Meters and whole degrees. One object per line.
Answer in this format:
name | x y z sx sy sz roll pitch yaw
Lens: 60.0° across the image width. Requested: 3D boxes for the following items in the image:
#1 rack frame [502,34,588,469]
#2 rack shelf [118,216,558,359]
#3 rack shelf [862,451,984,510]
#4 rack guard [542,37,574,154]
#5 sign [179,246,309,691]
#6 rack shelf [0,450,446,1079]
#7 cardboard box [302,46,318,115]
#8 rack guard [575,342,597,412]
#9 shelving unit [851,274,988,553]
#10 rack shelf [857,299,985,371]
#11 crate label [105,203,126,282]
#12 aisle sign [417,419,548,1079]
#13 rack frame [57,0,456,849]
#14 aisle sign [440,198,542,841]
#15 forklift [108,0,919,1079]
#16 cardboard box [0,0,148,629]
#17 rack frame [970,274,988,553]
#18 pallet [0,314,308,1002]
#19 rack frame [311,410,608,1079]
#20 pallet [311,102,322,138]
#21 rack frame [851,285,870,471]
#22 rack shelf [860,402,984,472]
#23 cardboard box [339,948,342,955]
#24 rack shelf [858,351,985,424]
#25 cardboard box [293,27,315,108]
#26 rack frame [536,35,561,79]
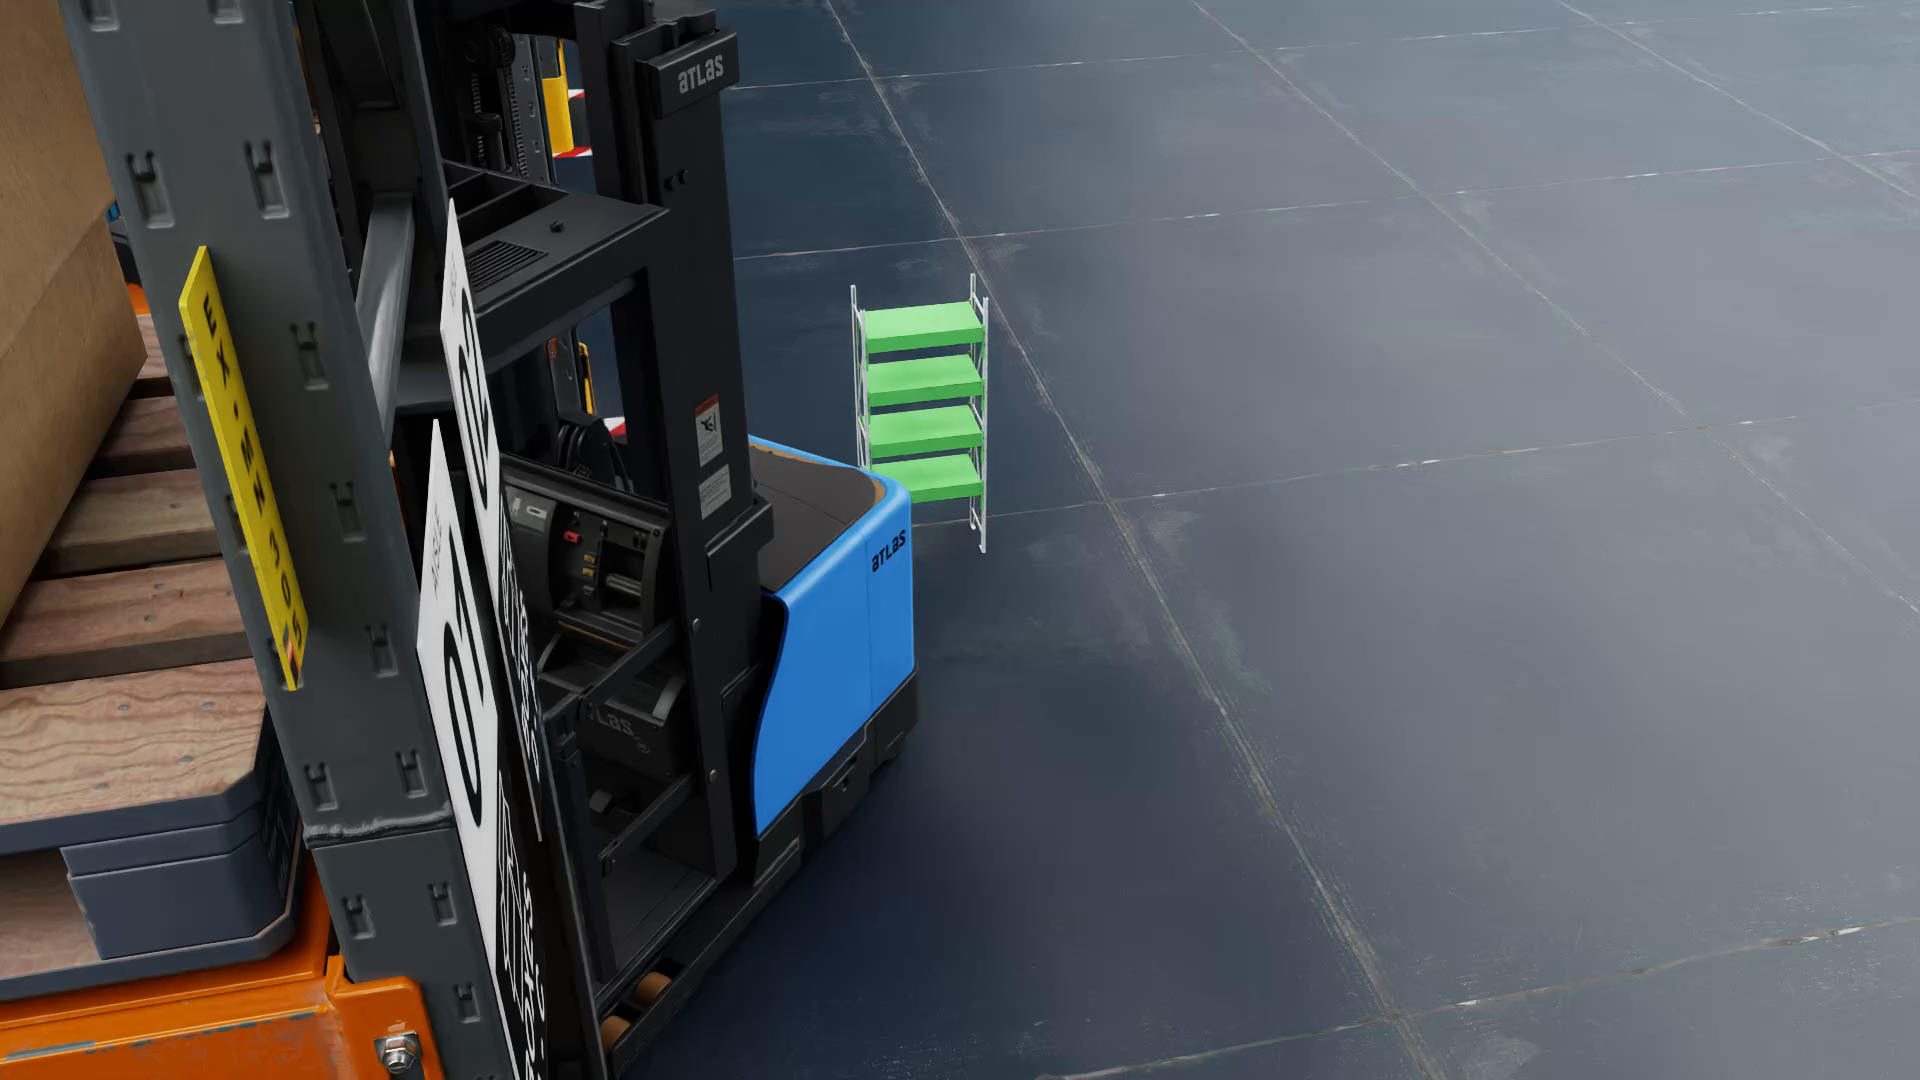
rack frame | -1.712 -1.455 6.726 0.127 3.000 1.000 -7 35 -11
rack shelf | -3.662 -0.910 6.560 4.000 0.370 1.077 -7 35 -11
rack shelf | -0.161 -0.226 7.055 0.480 0.148 0.258 -7 35 -11
rack guard | -2.878 -3.099 11.420 0.348 0.500 1.175 -7 35 -11
sign | -0.516 -0.046 1.211 0.005 0.325 0.100 -7 35 -11
rack shelf | -2.573 0.537 1.711 4.000 0.370 1.077 -7 35 -11
cardboard box | -3.992 -3.123 11.079 0.500 0.500 0.500 1 34 2
rack guard | -1.775 -0.382 7.370 0.348 0.500 1.175 -7 35 -11
shelving unit | -0.161 -0.478 6.885 0.503 1.200 0.258 -7 35 -11
rack shelf | -0.161 -0.823 6.653 0.480 0.148 0.258 -7 35 -11
crate label | -3.447 -1.096 6.160 0.616 0.435 0.502 -7 35 -11
aisle sign | -0.494 0.310 1.763 0.004 0.787 0.394 -7 35 -11
rack frame | -0.622 -1.253 1.042 0.127 3.000 1.000 -7 35 -11
aisle sign | -0.626 -0.016 2.249 0.004 0.787 0.394 -7 35 -11
forklift | -1.312 0.064 4.524 1.130 2.935 3.031 17 38 24
cardboard box | -1.184 -0.215 1.591 0.637 0.503 0.797 -5 34 -7
rack frame | 0.077 -0.508 6.930 0.015 1.200 0.240 -7 35 -11
pallet | -1.318 0.102 1.793 1.213 0.211 1.003 -7 35 -11
rack frame | -0.622 1.238 2.713 0.127 3.000 1.000 -7 35 -11
pallet | -4.866 -2.751 11.159 1.213 0.211 1.003 -7 35 -11
rack frame | -0.399 -0.448 6.841 0.015 1.200 0.240 -7 35 -11
rack shelf | -0.161 -0.425 6.921 0.480 0.148 0.258 -7 35 -11
cardboard box | -1.132 0.715 2.239 0.500 0.500 0.700 -7 35 -10
rack shelf | -0.161 -0.624 6.787 0.480 0.148 0.258 -7 35 -11
cardboard box | -4.607 -3.056 10.979 0.500 0.500 0.500 -4 34 -6
rack frame | -2.804 -4.146 10.737 0.127 3.000 1.000 -7 35 -11
